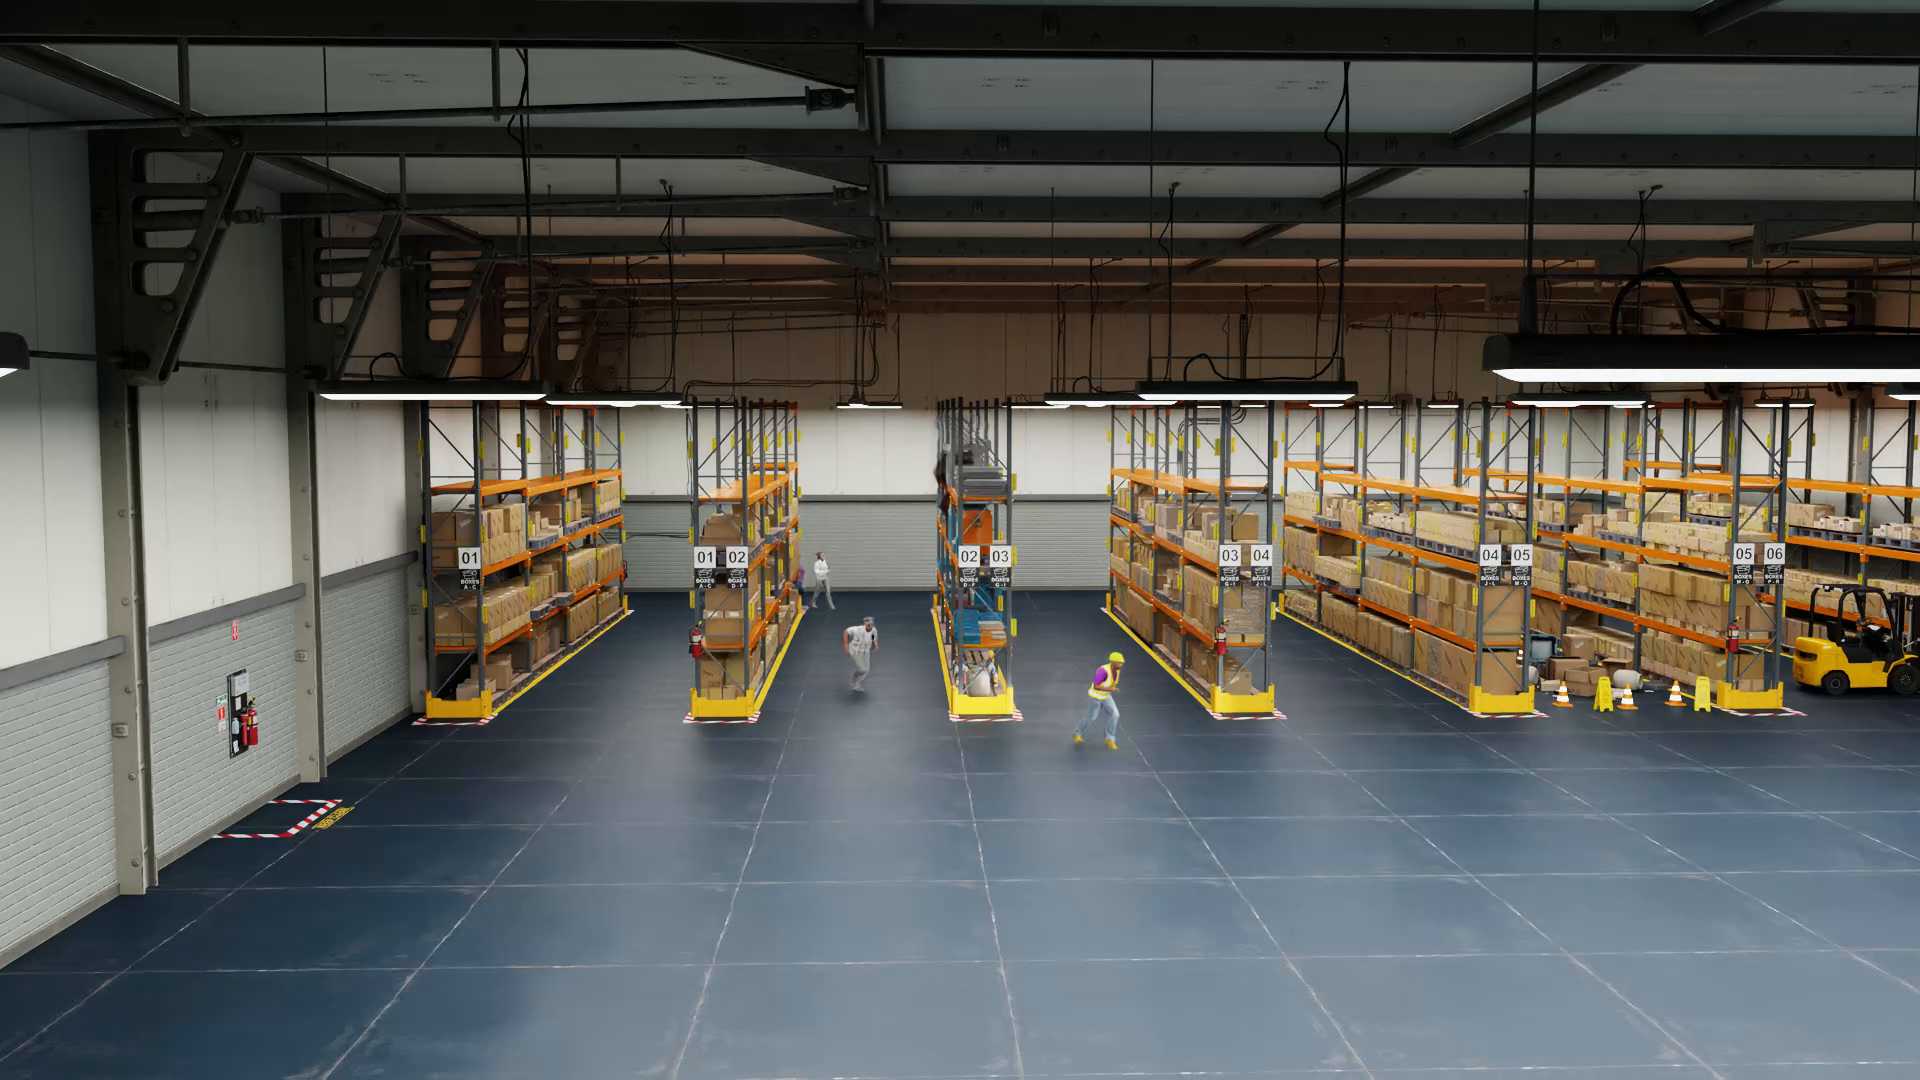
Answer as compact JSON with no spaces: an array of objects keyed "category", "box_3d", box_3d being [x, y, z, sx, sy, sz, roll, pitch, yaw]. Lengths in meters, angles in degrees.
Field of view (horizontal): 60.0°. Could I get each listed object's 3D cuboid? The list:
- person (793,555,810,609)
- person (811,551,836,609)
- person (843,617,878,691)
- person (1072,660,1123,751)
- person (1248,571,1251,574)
[{"category":"person","box_3d":[-4.747,1.251,48.229,0.807,1.510,0.546,2,5,28]},{"category":"person","box_3d":[-3.978,1.153,47.812,0.948,1.682,0.603,4,6,43]},{"category":"person","box_3d":[-2.015,2.332,33.776,0.695,1.572,0.892,-3,5,-34]},{"category":"person","box_3d":[2.355,2.751,28.332,0.989,1.676,0.747,3,6,38]},{"category":"person","box_3d":[8.081,1.430,45.235,0.602,1.680,0.930,0,4,-4]}]
